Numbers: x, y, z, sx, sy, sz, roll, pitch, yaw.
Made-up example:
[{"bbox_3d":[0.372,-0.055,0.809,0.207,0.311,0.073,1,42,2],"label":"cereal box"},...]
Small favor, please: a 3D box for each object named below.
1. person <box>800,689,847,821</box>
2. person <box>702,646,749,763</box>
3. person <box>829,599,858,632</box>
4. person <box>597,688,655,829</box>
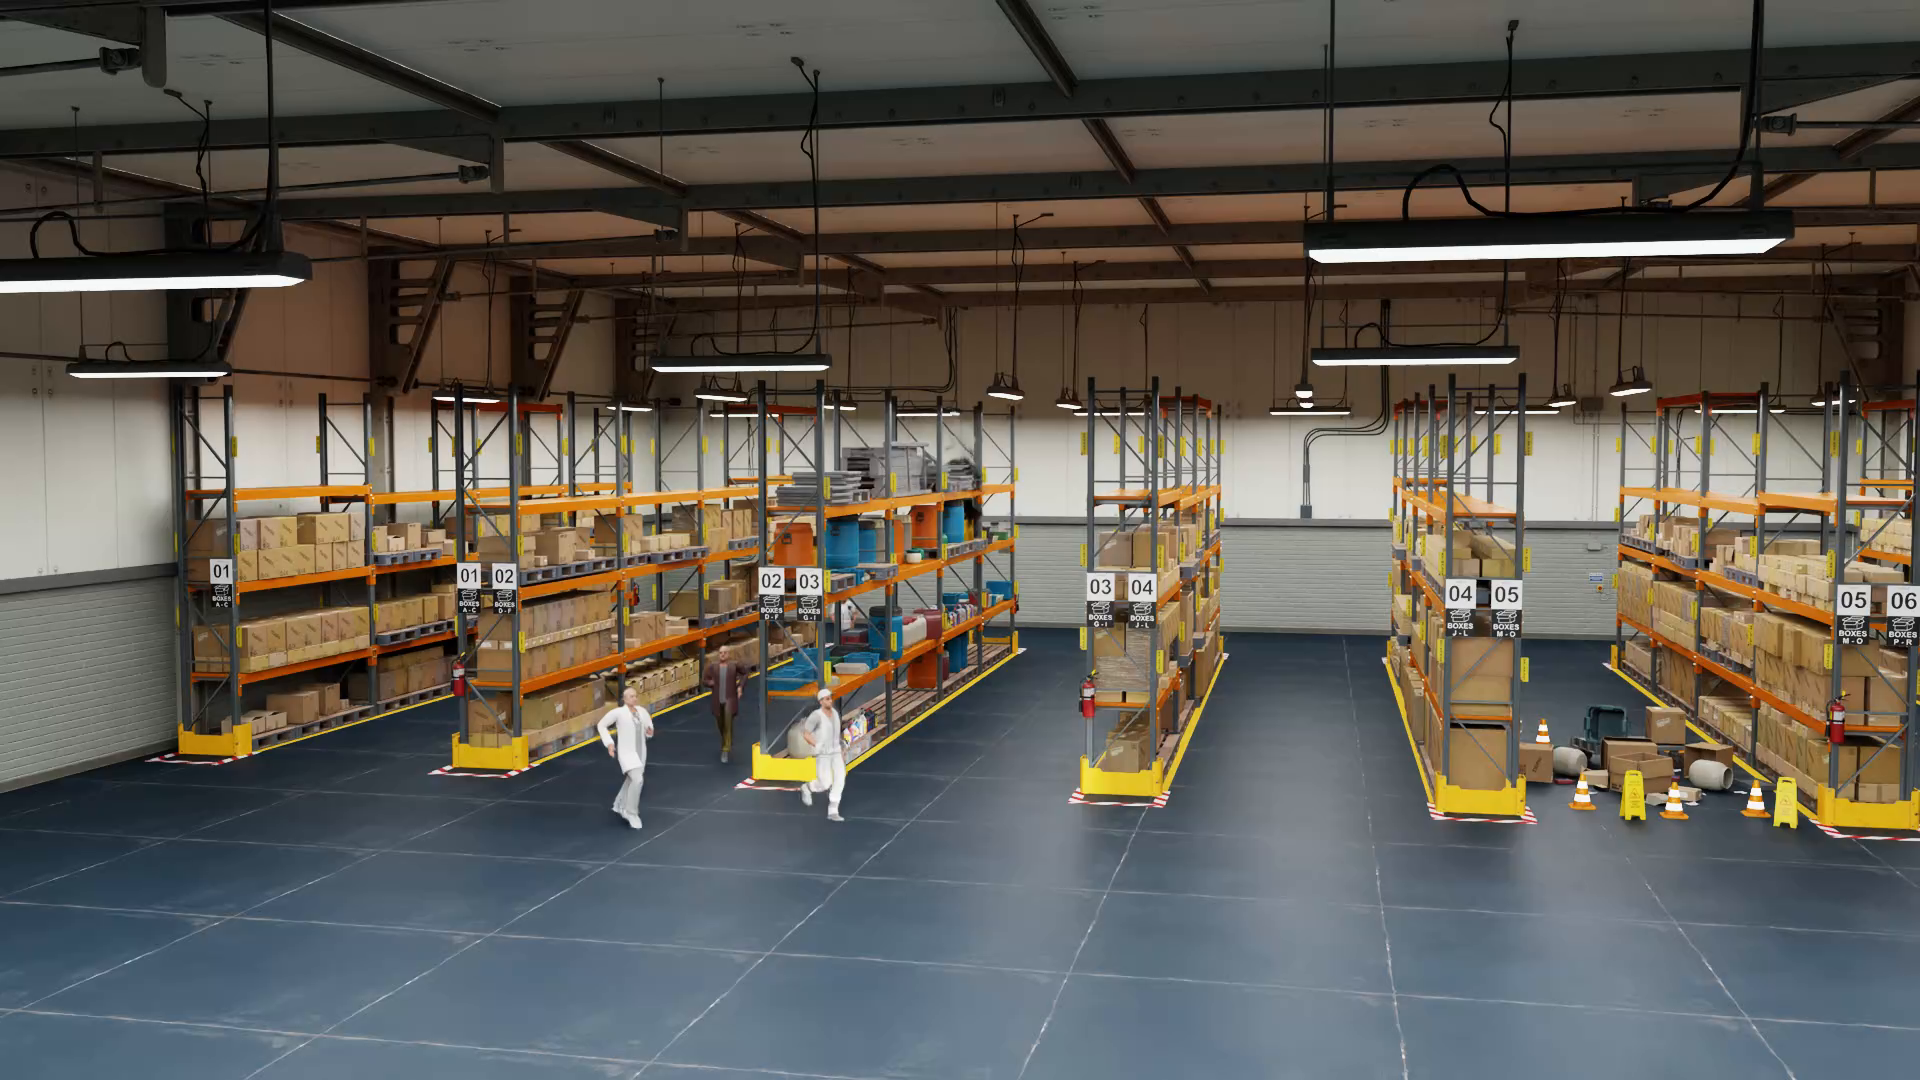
[{"bbox_3d":[-1.813,2.874,22.380,0.660,1.758,0.801,-3,4,-44],"label":"person"},{"bbox_3d":[-3.780,2.597,26.665,0.701,1.808,0.984,0,3,6],"label":"person"},{"bbox_3d":[-2.692,1.996,38.038,0.627,1.751,0.601,0,3,3],"label":"person"},{"bbox_3d":[-4.364,2.983,22.055,0.829,1.640,0.672,2,4,36],"label":"person"}]
